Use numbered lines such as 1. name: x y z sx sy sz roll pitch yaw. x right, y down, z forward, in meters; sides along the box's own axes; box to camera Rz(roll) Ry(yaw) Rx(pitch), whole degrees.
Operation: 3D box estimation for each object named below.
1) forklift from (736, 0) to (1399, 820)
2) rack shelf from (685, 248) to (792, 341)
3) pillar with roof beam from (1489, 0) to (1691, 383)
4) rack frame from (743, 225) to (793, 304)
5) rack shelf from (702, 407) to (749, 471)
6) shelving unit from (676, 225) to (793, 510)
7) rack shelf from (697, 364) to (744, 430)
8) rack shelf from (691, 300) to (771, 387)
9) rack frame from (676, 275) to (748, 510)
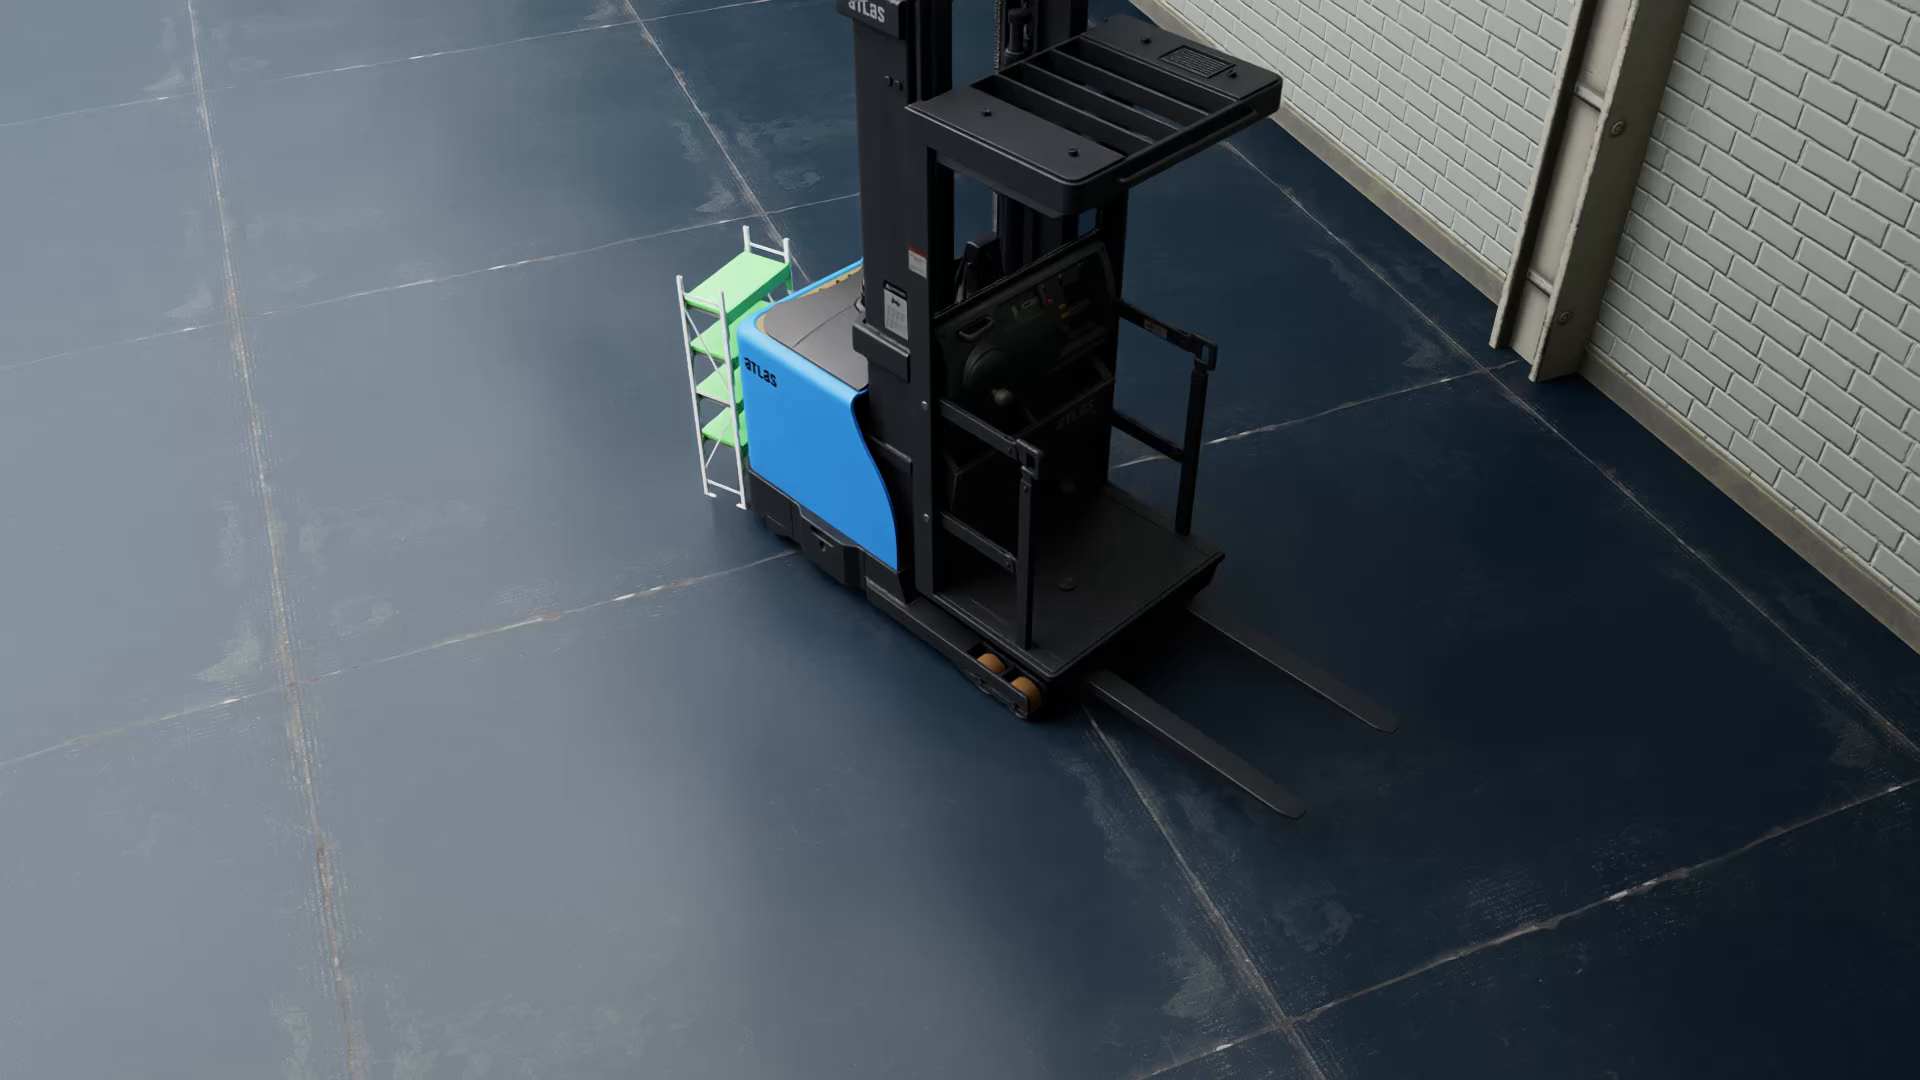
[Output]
1. forklift: 0.417 -0.767 6.313 1.130 2.935 3.031 -33 50 -32
2. rack shelf: -0.988 -1.094 7.381 0.258 0.148 0.480 21 45 23
3. pillar with roof beam: -0.935 -3.309 4.615 9.100 9.000 0.400 -15 43 -17
4. rack frame: -0.865 -0.915 7.812 0.240 1.200 0.015 21 45 23
5. rack shelf: -0.986 -0.547 7.850 0.258 0.148 0.480 21 45 23
6. shelving unit: -0.987 -0.778 7.652 0.258 1.200 0.503 21 45 23
7. rack shelf: -0.987 -0.729 7.694 0.258 0.148 0.480 21 45 23
8. rack shelf: -0.988 -0.912 7.538 0.258 0.148 0.480 21 45 23
9. rack frame: -1.110 -0.640 7.492 0.240 1.200 0.015 21 45 23
